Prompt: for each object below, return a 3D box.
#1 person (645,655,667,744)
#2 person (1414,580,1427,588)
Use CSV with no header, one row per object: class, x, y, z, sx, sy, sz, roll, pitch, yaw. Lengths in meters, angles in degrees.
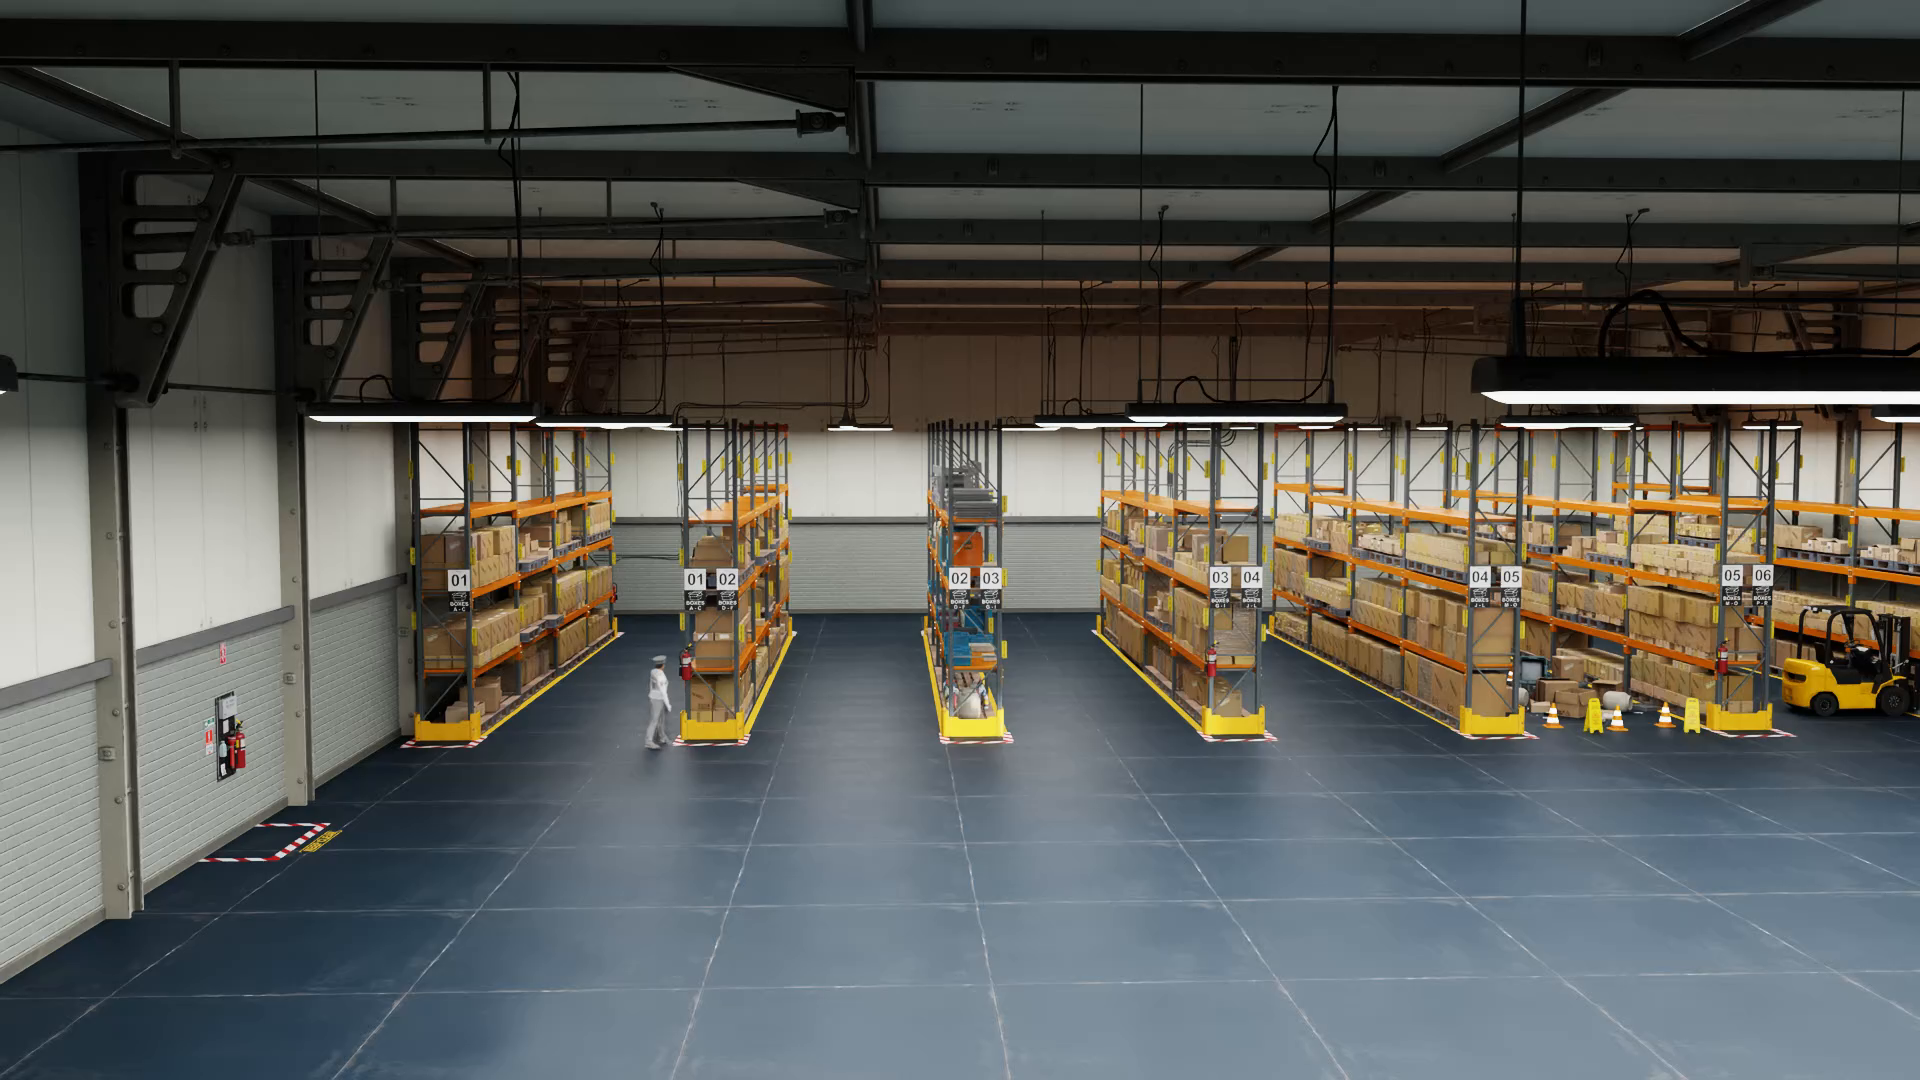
person,-5.561,2.897,30.401,0.440,1.587,0.514,-1,4,-16
person,14.334,1.550,51.593,0.661,1.713,0.585,-1,4,-19
